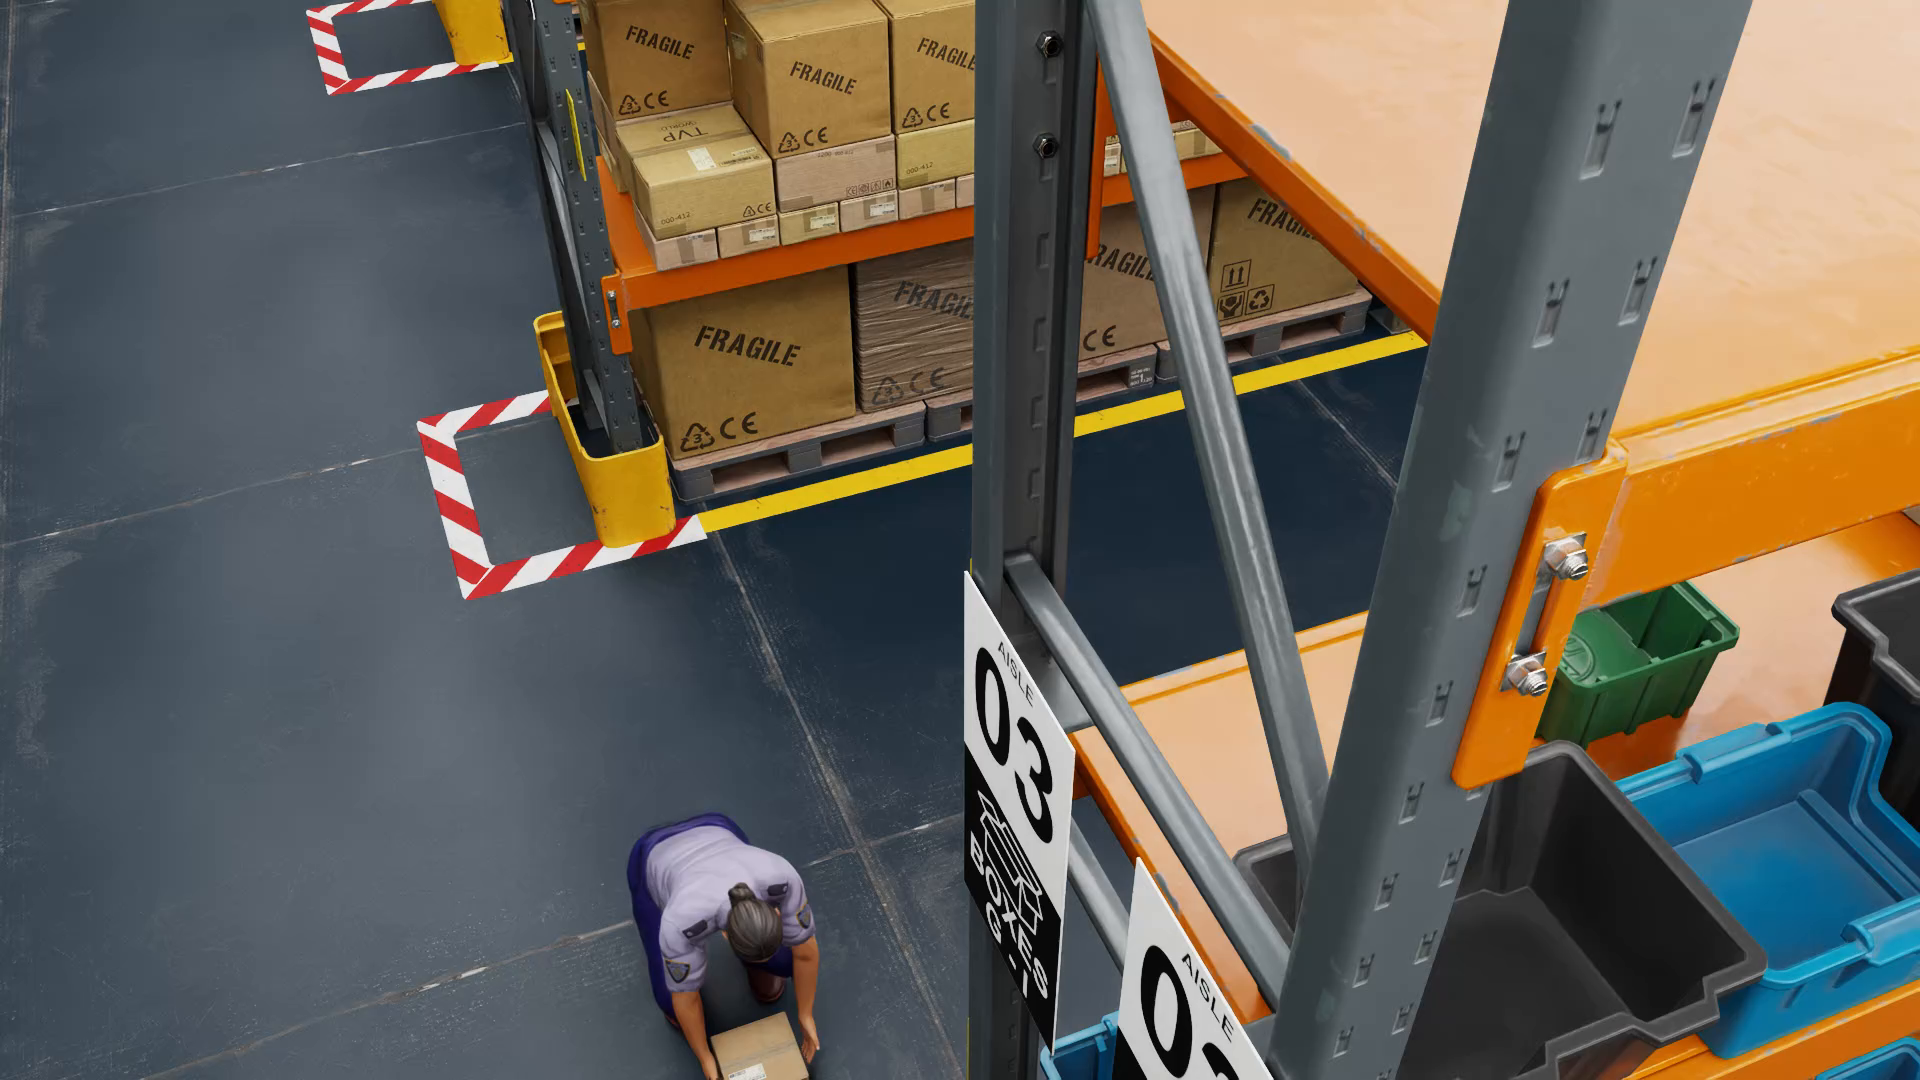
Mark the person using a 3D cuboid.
[{"bbox_3d":[-0.764,1.243,5.340,0.526,0.920,0.825,-16,44,-17],"label":"person"}]
